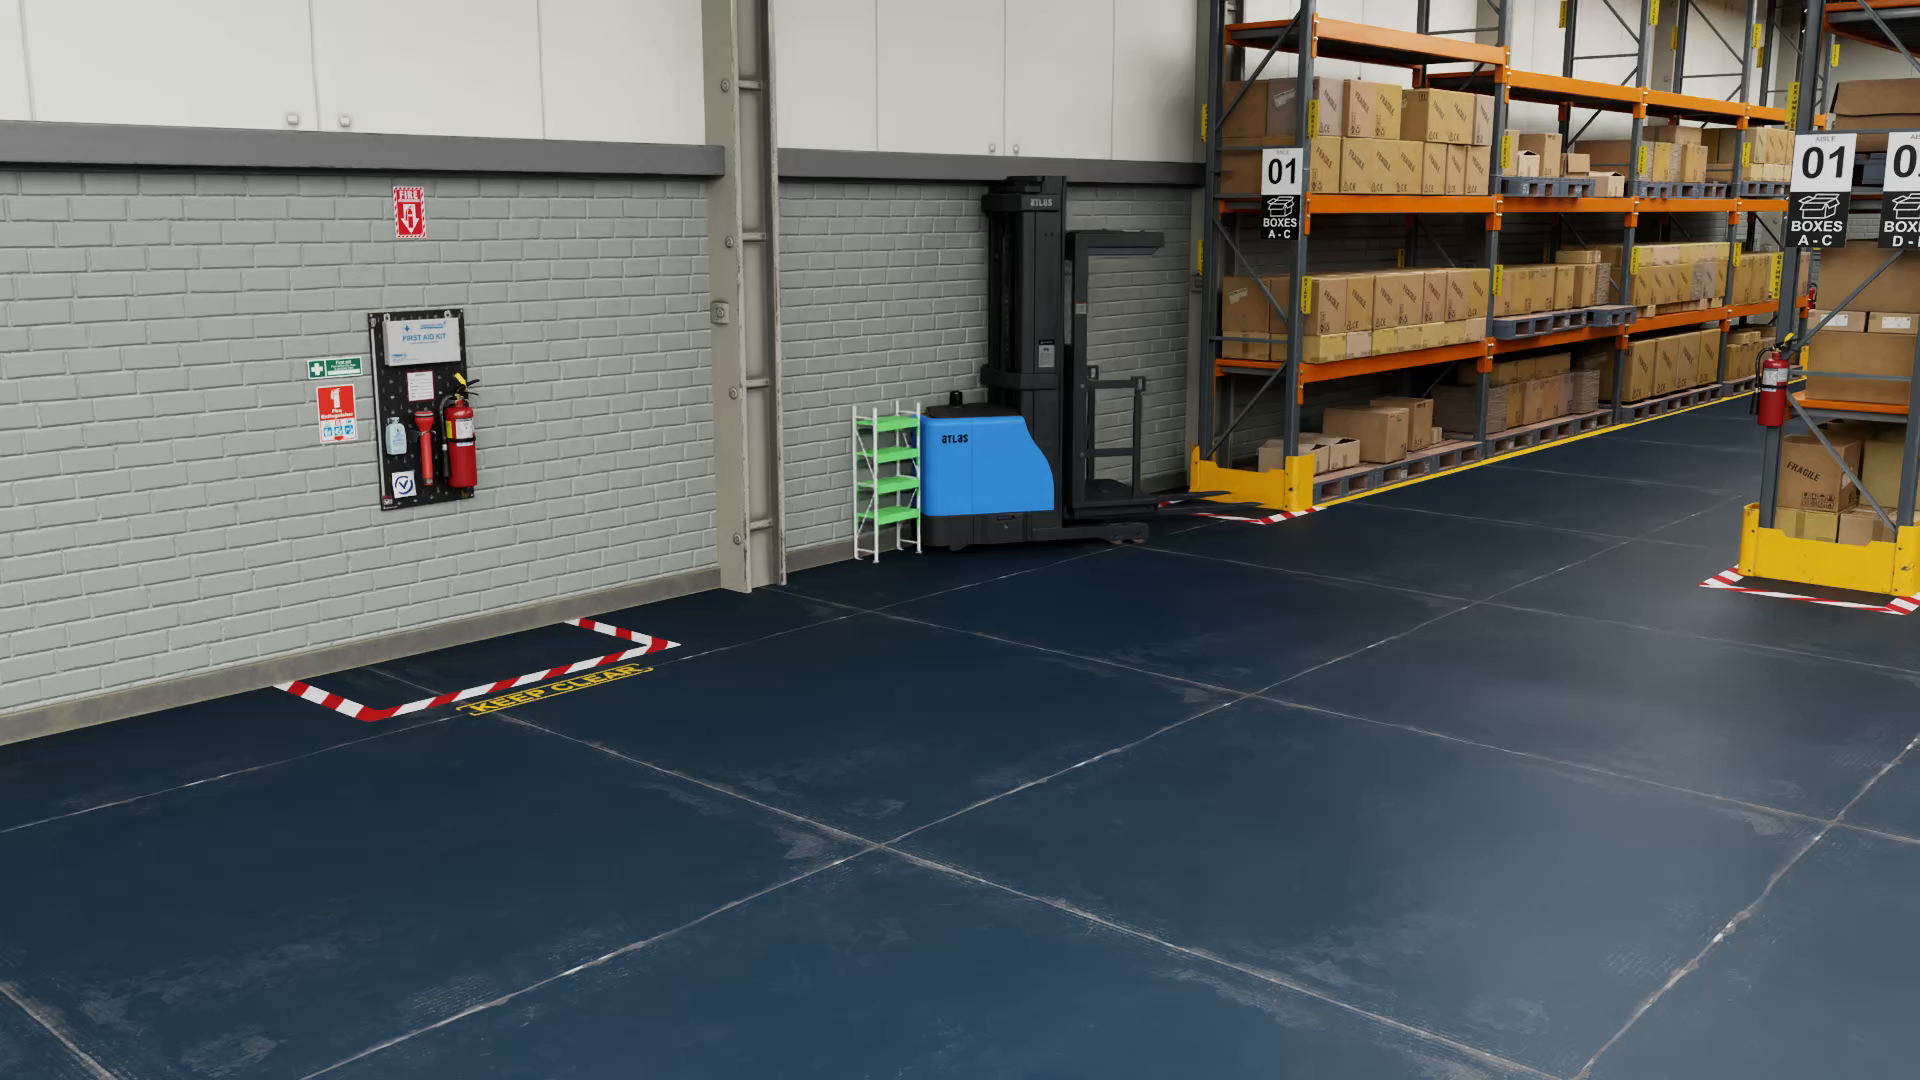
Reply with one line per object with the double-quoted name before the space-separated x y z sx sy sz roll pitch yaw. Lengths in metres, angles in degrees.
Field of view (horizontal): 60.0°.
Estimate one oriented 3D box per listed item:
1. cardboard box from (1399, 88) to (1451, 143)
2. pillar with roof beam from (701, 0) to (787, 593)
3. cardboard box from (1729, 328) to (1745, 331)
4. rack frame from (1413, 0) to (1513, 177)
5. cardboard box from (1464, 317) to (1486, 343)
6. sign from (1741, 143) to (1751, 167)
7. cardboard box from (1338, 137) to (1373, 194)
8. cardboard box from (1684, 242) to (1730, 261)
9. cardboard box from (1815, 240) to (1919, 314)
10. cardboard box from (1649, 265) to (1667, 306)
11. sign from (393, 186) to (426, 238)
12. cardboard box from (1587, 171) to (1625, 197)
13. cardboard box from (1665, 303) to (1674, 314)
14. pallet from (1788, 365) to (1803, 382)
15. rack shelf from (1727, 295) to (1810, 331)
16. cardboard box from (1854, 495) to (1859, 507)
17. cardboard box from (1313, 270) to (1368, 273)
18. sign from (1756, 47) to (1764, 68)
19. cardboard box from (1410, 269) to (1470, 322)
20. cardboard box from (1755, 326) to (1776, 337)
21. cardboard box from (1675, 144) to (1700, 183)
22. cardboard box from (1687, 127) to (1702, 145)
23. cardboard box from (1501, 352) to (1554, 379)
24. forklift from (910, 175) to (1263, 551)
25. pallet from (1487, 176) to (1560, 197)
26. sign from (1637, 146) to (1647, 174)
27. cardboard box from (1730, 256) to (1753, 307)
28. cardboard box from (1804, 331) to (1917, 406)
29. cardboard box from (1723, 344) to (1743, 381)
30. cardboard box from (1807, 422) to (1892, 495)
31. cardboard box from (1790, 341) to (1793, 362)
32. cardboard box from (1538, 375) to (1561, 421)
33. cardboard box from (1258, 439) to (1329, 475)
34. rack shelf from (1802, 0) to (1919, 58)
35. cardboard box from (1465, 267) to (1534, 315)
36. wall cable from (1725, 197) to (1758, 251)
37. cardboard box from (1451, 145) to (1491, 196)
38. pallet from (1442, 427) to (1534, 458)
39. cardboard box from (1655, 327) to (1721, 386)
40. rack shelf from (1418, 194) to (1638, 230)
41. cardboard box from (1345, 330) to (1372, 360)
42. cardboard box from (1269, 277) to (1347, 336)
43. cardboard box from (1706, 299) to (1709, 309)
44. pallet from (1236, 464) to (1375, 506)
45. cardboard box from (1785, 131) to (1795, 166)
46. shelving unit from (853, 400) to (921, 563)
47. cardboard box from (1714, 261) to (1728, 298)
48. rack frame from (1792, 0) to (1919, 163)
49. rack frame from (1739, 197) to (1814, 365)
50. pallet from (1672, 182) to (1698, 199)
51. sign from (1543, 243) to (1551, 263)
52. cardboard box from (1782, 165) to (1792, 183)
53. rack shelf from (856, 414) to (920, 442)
"cardboard box" 4.466 -4.149 16.310 0.500 0.500 0.500 9 14 38
"pillar with roof beam" 1.729 -3.527 8.395 9.100 9.000 0.400 10 15 40
"cardboard box" 11.915 -3.204 25.746 0.380 0.149 0.250 10 15 41
"rack frame" 5.284 -5.340 17.472 1.000 3.000 0.127 10 15 40
"cardboard box" 5.199 -2.226 17.528 0.500 0.250 0.500 10 15 40
"sign" 10.979 -5.385 23.234 0.100 0.325 0.005 10 15 40
"cardboard box" 3.433 -3.431 15.265 0.500 0.500 0.500 -11 16 -44
"cardboard box" 10.449 -4.046 23.329 0.500 0.250 0.500 10 15 42
"cardboard box" 6.720 -1.930 12.147 0.700 0.500 0.500 10 15 41
"cardboard box" 8.790 -3.306 21.538 0.500 0.500 0.500 10 15 42
"sign" -3.245 -1.932 9.805 0.001 0.298 0.199 10 15 40
"cardboard box" 7.652 -4.283 20.014 0.500 0.311 0.500 10 15 40
"cardboard box" 9.320 -3.119 22.259 0.380 0.149 0.250 10 15 41
"pallet" 12.736 -2.669 26.533 1.003 0.211 1.213 10 15 40
"rack shelf" 11.885 -3.517 25.497 1.077 0.370 4.000 10 15 40
"cardboard box" 6.820 -0.220 13.100 0.500 0.250 0.500 10 15 40
"cardboard box" 3.805 -2.434 16.657 0.500 0.500 0.500 10 15 41
"sign" 12.793 -7.714 26.569 0.100 0.325 0.005 10 15 40
"cardboard box" 4.879 -2.519 17.080 0.500 0.500 0.500 10 15 40
"cardboard box" 12.702 -3.266 26.058 0.380 0.149 0.250 10 15 42
"cardboard box" 9.583 -5.105 22.577 0.700 0.500 0.500 9 15 39
"cardboard box" 9.885 -5.566 22.970 0.500 0.250 0.500 -11 16 -43
"cardboard box" 6.729 -2.080 19.809 0.500 0.250 0.500 10 15 40
"forklift" 1.031 -1.496 13.718 3.031 2.935 1.130 -4 12 -17
"pallet" 5.772 -3.854 18.170 1.213 0.211 1.003 10 15 40
"sign" 8.331 -4.641 20.309 0.100 0.325 0.005 10 15 40
"cardboard box" 10.935 -3.800 24.313 0.980 0.700 0.700 10 15 41
"cardboard box" 6.685 -1.286 12.235 0.700 0.500 0.500 10 15 40
"cardboard box" 11.136 -2.652 24.641 0.700 0.500 0.500 10 15 41
"cardboard box" 7.147 -0.662 13.398 0.500 0.500 0.500 10 15 40
"cardboard box" 12.818 -3.028 26.523 0.700 0.500 0.500 10 15 40
"cardboard box" 6.754 -1.726 19.956 0.700 0.500 0.500 10 15 40
"cardboard box" 3.168 -0.797 15.785 0.500 0.311 0.500 8 14 34
"rack shelf" 7.687 -3.857 12.905 1.077 0.370 4.000 10 15 40
"cardboard box" 6.020 -2.815 18.767 0.500 0.500 0.700 -10 15 -42
"wall cable" 13.340 -4.973 28.356 0.084 1.984 1.851 10 15 40
"cardboard box" 5.135 -3.821 17.221 0.500 0.500 0.500 10 15 42
"pallet" 5.797 -1.146 18.908 1.003 0.211 1.213 10 15 40
"cardboard box" 10.233 -2.615 23.559 0.750 0.750 0.750 10 15 41
"rack shelf" 6.604 -3.811 19.310 1.077 0.370 4.000 10 15 40
"cardboard box" 3.536 -1.855 15.672 0.500 0.250 0.500 9 15 39
"cardboard box" 3.184 -2.145 15.210 0.500 0.500 0.500 10 15 40
"cardboard box" 10.201 -3.303 23.181 0.380 0.149 0.250 10 15 42
"pallet" 3.257 -0.568 16.018 1.003 0.211 1.213 10 15 40
"cardboard box" 12.250 -5.891 25.029 0.500 0.500 0.500 9 14 38
"shelving unit" -0.568 -0.460 12.951 0.258 1.200 0.503 10 15 40
"cardboard box" 10.449 -3.679 23.409 0.500 0.500 0.500 9 15 39
"rack frame" 6.367 -4.112 11.322 1.000 3.000 0.127 10 15 40
"rack frame" 13.205 -4.164 26.900 1.000 3.000 0.127 10 15 40
"pallet" 9.046 -4.632 22.066 1.003 0.211 1.213 11 16 43
"sign" 7.505 -3.626 21.250 0.100 0.325 0.005 10 15 40
"cardboard box" 12.239 -5.520 25.088 0.500 0.250 0.500 9 15 39
"rack shelf" -0.568 -0.868 12.869 0.258 0.148 0.480 10 15 40
